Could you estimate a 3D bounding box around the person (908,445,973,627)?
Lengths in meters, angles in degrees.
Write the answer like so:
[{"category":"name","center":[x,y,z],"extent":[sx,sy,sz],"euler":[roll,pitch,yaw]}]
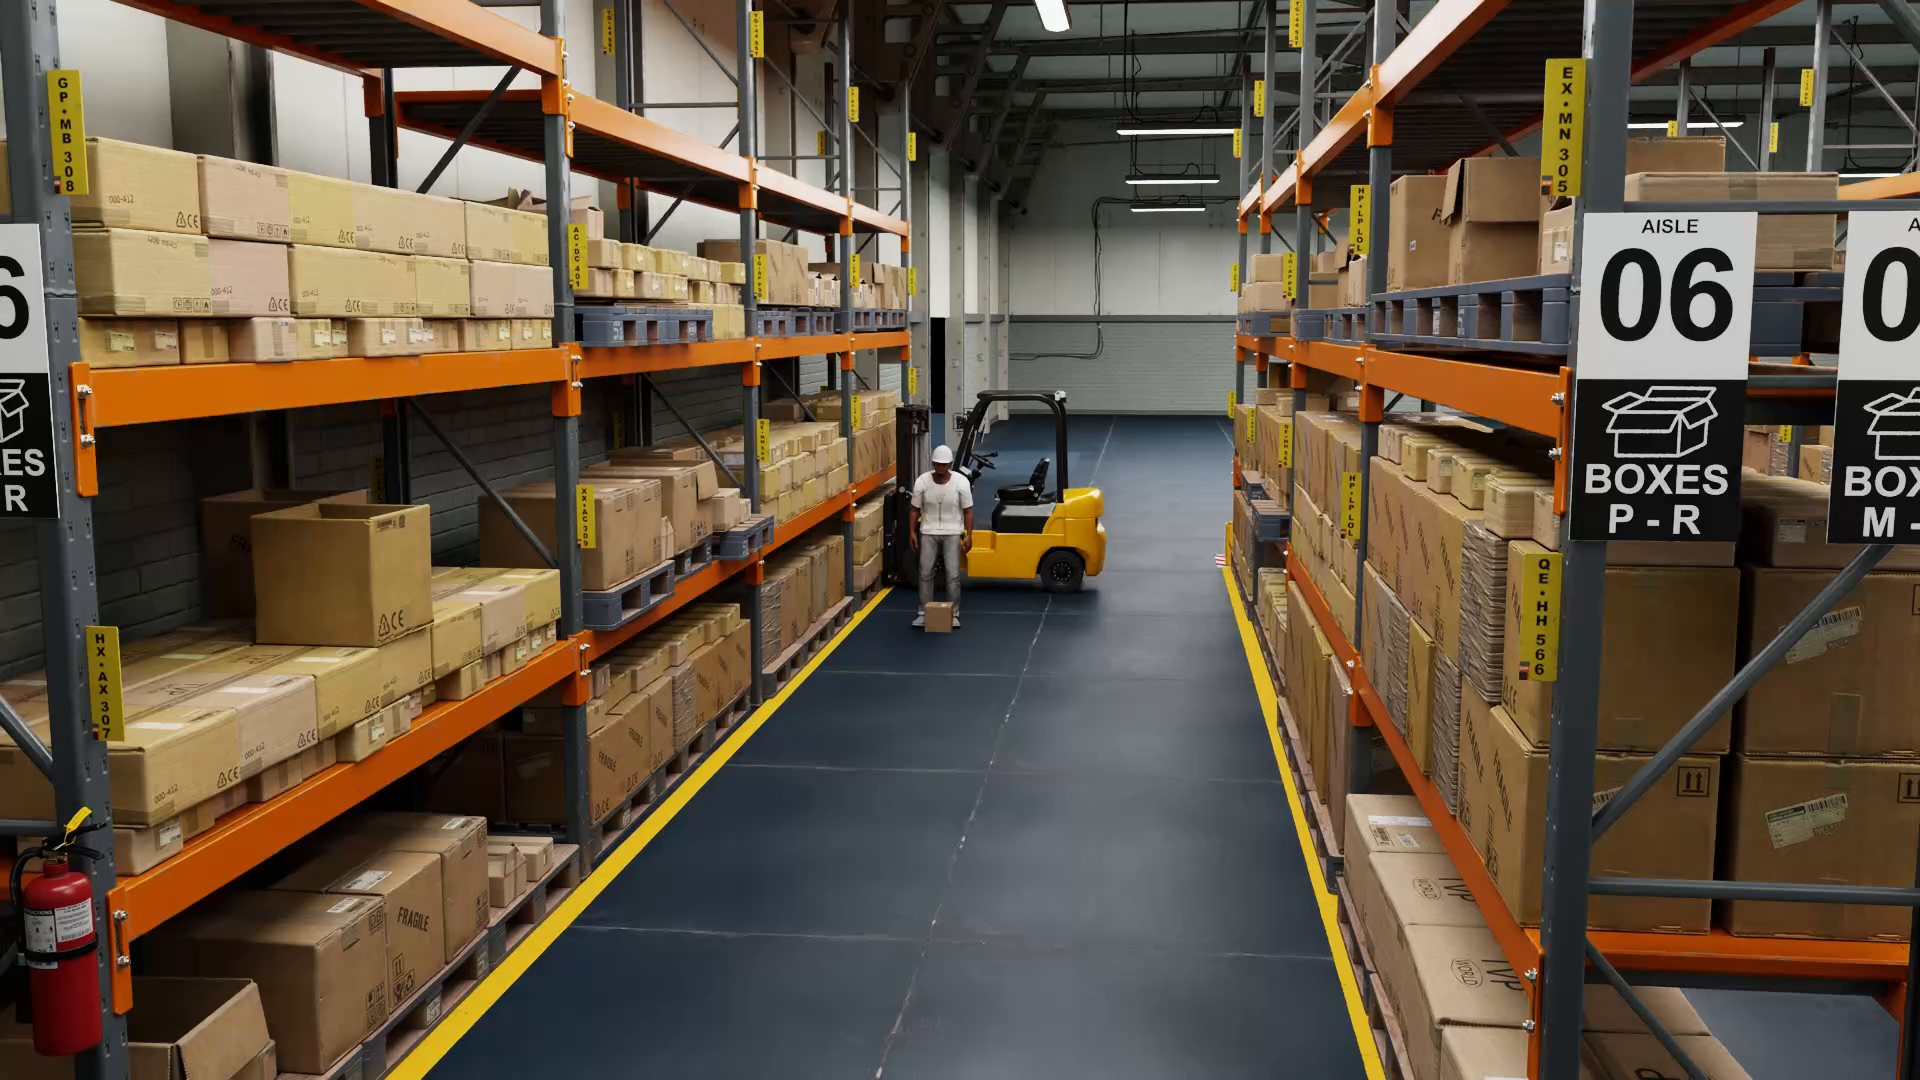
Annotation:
[{"category":"person","center":[-0.187,-0.040,16.023],"extent":[0.626,1.760,0.458],"euler":[1,8,6]}]
